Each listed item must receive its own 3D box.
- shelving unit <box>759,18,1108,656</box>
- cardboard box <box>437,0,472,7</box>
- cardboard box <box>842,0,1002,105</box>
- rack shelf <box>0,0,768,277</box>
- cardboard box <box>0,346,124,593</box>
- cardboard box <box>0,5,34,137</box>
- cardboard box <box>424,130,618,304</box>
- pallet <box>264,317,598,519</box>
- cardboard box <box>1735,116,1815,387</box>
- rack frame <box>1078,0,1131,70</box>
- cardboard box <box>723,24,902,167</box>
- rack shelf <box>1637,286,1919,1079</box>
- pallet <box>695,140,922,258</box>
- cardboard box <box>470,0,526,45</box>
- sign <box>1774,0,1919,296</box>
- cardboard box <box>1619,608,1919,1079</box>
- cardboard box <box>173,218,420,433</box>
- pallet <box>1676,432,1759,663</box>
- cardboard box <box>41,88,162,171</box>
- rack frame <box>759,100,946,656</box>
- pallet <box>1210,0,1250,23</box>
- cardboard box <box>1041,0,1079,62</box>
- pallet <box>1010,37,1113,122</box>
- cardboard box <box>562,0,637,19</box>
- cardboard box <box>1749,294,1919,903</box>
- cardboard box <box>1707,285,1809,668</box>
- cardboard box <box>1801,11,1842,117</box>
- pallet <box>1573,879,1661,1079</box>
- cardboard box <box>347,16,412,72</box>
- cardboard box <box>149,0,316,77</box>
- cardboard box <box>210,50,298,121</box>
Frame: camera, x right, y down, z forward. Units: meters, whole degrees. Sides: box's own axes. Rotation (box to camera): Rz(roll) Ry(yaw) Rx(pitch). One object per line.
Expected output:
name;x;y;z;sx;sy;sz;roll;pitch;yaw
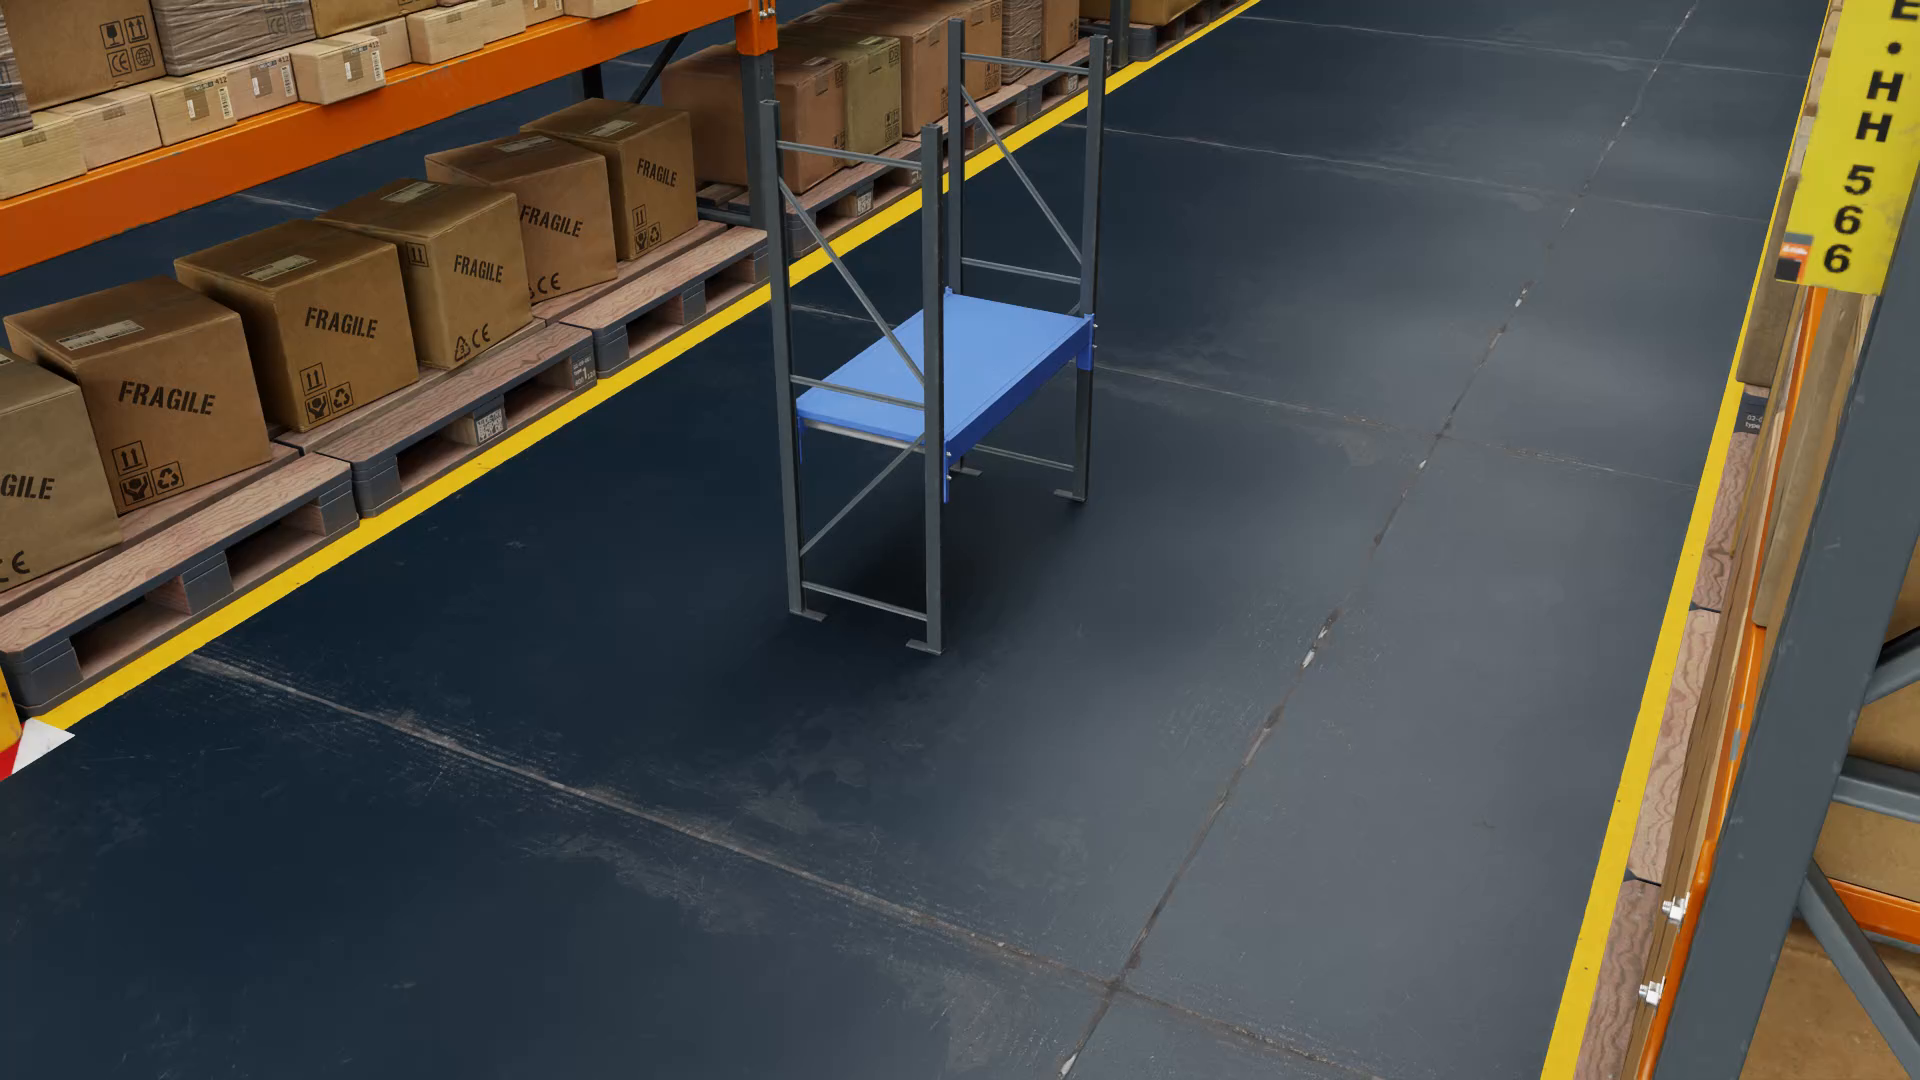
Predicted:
shelving unit;-0.039;-0.613;4.811;0.538;1.500;1.048;14;33;23
cardboard box;-1.900;-2.119;5.528;0.875;0.500;0.500;14;33;23
cardboard box;-0.202;-2.667;8.950;0.700;0.500;0.500;17;34;27
rack shelf;-2.154;-1.391;5.383;1.077;0.370;4.000;14;33;23
cardboard box;-2.766;-0.188;4.654;0.500;0.500;0.500;21;36;32
cardboard box;-2.790;-1.227;3.975;0.875;0.500;0.500;14;33;23
cardboard box;-1.715;-1.264;6.528;0.500;0.500;0.500;-26;39;-37
pallet;-2.072;-0.532;5.965;1.003;0.211;1.213;14;33;23
cardboard box;3.329;-0.922;5.681;1.050;0.750;0.750;14;33;23
rack frame;0.579;-4.363;9.836;1.000;3.000;0.127;14;33;23
cardboard box;-0.710;-2.171;8.087;0.700;0.500;0.500;14;33;23
rack shelf;2.215;-0.221;3.346;1.077;0.370;4.000;14;33;23
pallet;-0.890;-1.726;8.044;1.003;0.211;1.213;14;33;23
cardboard box;-1.693;-1.776;5.583;0.380;0.149;0.250;14;33;23
sign;0.827;-0.381;1.501;0.100;0.325;0.005;14;33;23
cardboard box;1.554;0.777;2.597;0.875;0.875;0.875;14;33;24
cardboard box;-2.222;-0.734;5.604;0.500;0.500;0.500;18;34;28
pallet;2.710;0.109;4.849;1.003;0.211;1.213;14;33;23
cardboard box;-2.370;-1.110;4.422;0.380;0.149;0.250;14;33;23
rack frame;-0.270;-0.387;4.418;0.500;1.500;0.032;14;33;23
pallet;1.562;-4.025;12.048;1.003;0.211;1.213;14;33;23
cardboard box;0.292;-3.169;9.824;0.700;0.500;0.500;13;32;21
pallet;0.222;-2.808;9.928;1.003;0.211;1.213;14;33;23
cardboard box;-1.384;-1.977;5.933;0.380;0.149;0.250;14;33;23
cardboard box;1.433;0.113;1.890;0.875;0.550;0.550;14;33;23
cardboard box;2.370;-0.017;3.980;0.875;0.875;0.875;15;33;24
cardboard box;4.196;-1.762;7.144;1.050;0.750;0.750;15;33;24
pallet;1.599;1.190;2.965;1.003;0.211;1.213;14;33;23
cardboard box;-1.958;-1.564;5.214;0.380;0.149;0.250;14;33;23
cardboard box;-2.403;-1.687;4.777;0.875;0.500;0.500;14;33;23
cardboard box;-2.160;-1.336;4.816;0.380;0.149;0.250;14;33;23
